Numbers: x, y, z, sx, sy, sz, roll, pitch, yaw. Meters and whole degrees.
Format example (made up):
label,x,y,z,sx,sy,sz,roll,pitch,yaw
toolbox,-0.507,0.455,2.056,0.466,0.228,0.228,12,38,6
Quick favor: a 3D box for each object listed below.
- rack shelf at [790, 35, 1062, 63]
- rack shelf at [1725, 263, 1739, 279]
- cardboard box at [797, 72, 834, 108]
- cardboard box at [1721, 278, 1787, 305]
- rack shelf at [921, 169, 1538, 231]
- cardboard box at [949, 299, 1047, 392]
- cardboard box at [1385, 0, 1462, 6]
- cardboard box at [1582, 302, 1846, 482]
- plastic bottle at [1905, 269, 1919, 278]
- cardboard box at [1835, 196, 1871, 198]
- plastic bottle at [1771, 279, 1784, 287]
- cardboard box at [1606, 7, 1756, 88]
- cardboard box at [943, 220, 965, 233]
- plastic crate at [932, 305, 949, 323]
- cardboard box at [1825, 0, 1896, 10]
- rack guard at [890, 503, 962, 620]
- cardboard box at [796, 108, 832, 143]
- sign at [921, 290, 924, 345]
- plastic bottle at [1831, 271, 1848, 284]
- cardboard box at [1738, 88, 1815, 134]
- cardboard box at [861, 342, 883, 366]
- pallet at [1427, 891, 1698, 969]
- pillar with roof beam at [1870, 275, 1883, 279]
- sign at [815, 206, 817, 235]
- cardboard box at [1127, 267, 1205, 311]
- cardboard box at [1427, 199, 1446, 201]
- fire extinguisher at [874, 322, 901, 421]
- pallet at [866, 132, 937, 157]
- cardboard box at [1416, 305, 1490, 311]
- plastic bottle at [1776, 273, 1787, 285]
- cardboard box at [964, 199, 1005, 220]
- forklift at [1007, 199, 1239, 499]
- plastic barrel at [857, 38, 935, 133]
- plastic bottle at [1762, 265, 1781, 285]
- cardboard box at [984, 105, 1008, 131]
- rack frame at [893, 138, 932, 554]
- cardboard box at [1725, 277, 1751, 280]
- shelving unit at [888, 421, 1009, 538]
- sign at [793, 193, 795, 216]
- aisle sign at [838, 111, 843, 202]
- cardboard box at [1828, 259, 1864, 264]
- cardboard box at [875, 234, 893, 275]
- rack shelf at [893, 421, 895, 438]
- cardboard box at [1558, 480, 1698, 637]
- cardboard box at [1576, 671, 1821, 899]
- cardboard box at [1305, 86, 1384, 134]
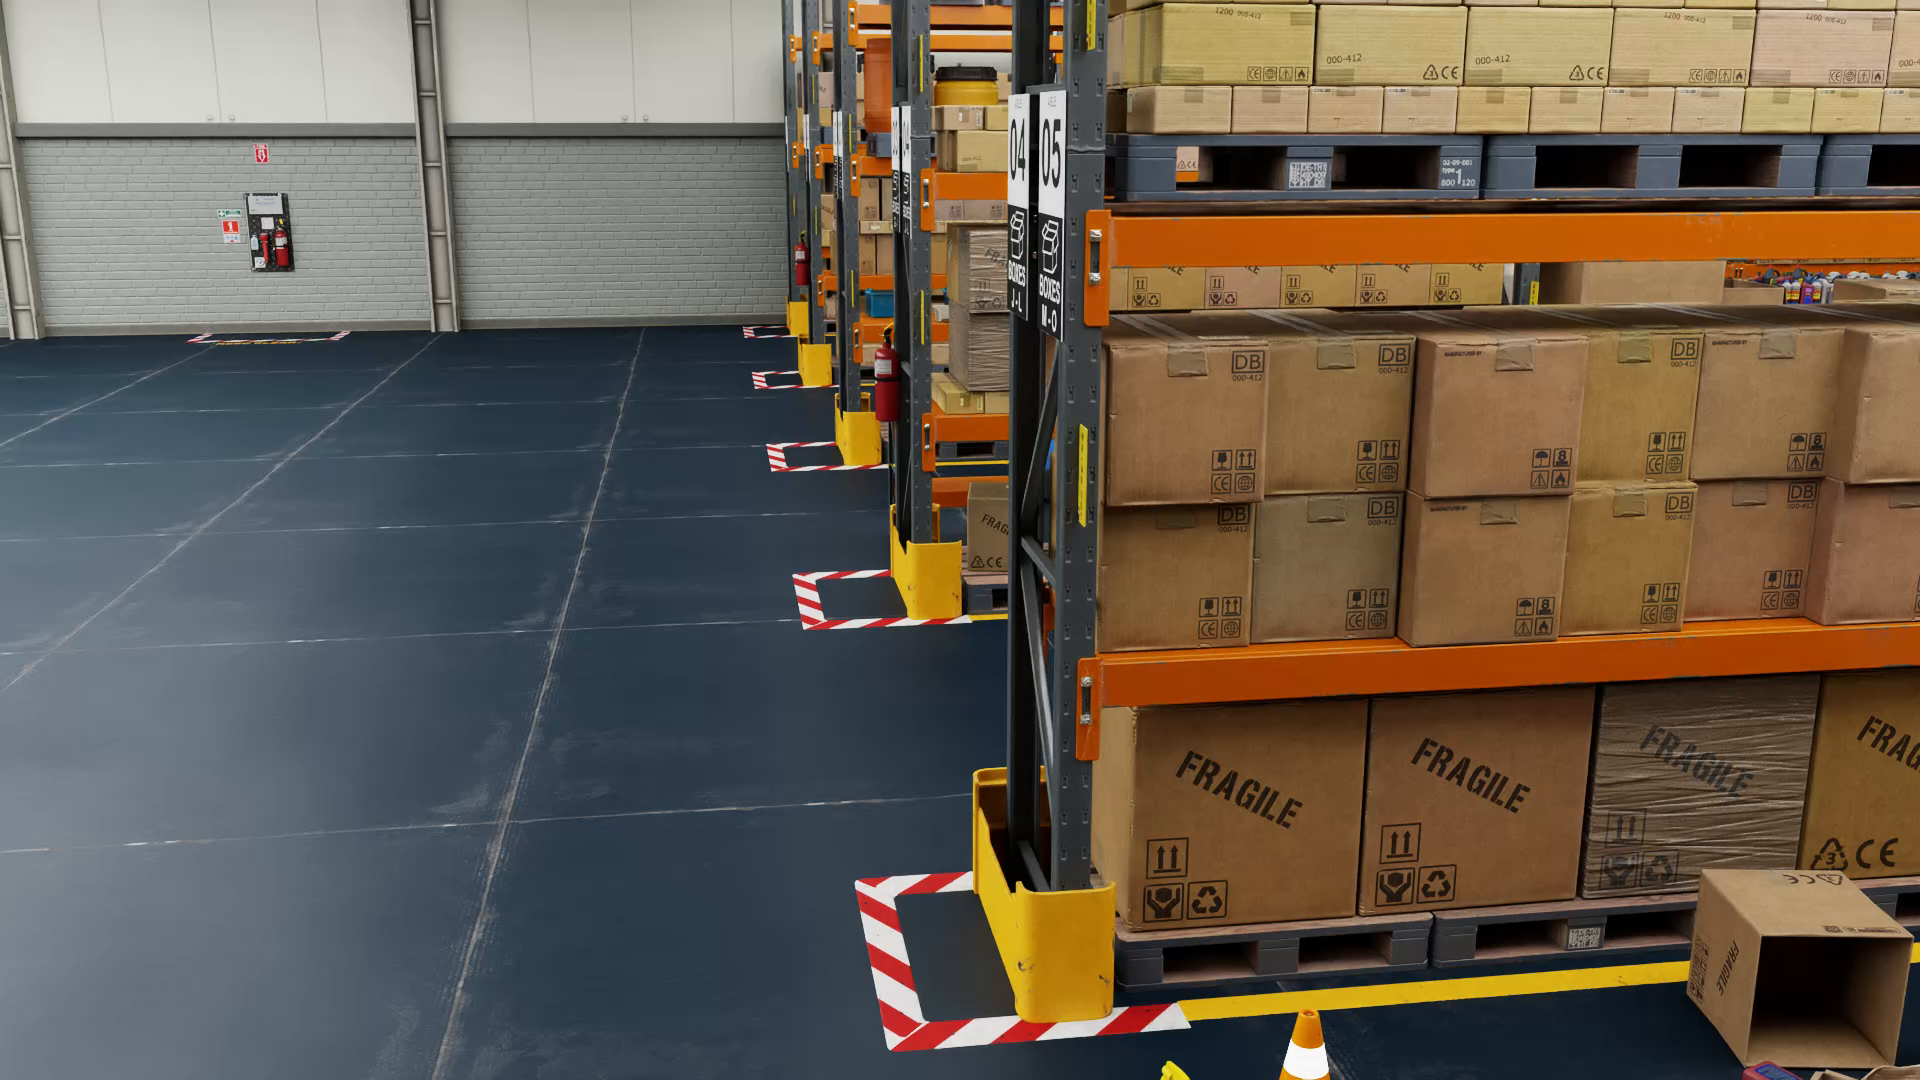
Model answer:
label,x,y,z,sx,sy,sz,roll,pitch,yaw
rack shelf,-0.549,-7.290,24.776,4.000,0.370,1.077,-2,14,-8
rack shelf,8.103,-3.480,21.911,4.000,0.370,1.077,-2,14,-8
cardboard box,-2.110,-6.612,24.450,0.500,0.500,0.500,-3,14,-12
cardboard box,5.343,-1.567,11.729,0.637,0.503,0.797,-1,14,-3
rack shelf,1.665,-2.262,10.888,4.000,0.370,1.077,-2,14,-8
cardboard box,0.235,-1.290,10.881,0.500,0.500,0.875,-2,14,-8
cardboard box,1.454,-1.822,5.461,0.250,0.149,0.380,-2,14,-8
cardboard box,2.830,-0.589,6.375,0.550,0.550,0.875,-2,14,-8
plastic bottle,9.751,-2.602,17.031,0.185,0.351,0.144,-2,14,-8
cardboard box,11.607,-4.422,21.925,0.500,0.500,0.500,-3,14,-10
plastic bottle,8.161,-2.465,16.625,0.133,0.283,0.061,-2,14,-8
cardboard box,2.338,-1.676,5.701,0.500,0.250,0.500,-2,14,-9
cardboard box,-0.092,-3.839,20.325,0.250,0.149,0.380,-2,14,-9
plastic crate,-0.118,-2.102,15.479,0.250,0.136,0.298,-2,14,-8
cardboard box,2.965,-1.877,5.682,0.250,0.149,0.380,-2,14,-8
rack guard,-0.238,0.126,11.191,0.348,0.500,1.175,-2,14,-8
cardboard box,-2.159,-6.123,24.558,0.500,0.500,0.500,-2,14,-7
sign,-0.232,-1.373,10.250,0.005,0.325,0.100,-2,14,-8
plastic bottle,8.866,-2.534,16.761,0.185,0.351,0.144,-2,14,-8
cardboard box,2.709,-1.480,5.739,0.250,0.149,0.380,-2,14,-9
cardboard box,-1.222,-2.302,20.525,0.500,0.250,0.500,-2,14,-8
pallet,2.309,1.375,6.807,1.213,0.211,1.003,-2,14,-8
pillar with roof beam,16.477,-7.418,23.802,0.400,9.000,9.100,-2,14,-8
sign,-1.709,-3.791,19.730,0.005,0.325,0.100,-2,14,-8
cardboard box,1.261,-1.751,10.663,0.500,0.500,0.500,-2,14,-8
cardboard box,7.426,-5.162,26.279,0.500,0.500,0.500,-2,14,-7
fire extinguisher,-0.495,-1.153,11.311,0.183,0.674,0.296,-2,14,-8
pallet,-0.218,-3.645,15.310,1.213,0.211,1.003,-2,14,-8
cardboard box,3.188,-1.420,11.400,0.500,0.500,0.875,-2,14,-8
plastic bottle,8.531,-2.639,17.318,0.133,0.283,0.061,-2,14,-8
cardboard box,0.243,-4.217,20.498,0.500,0.500,0.700,-2,14,-8
forklift,1.714,-1.971,14.555,1.130,2.935,3.031,11,18,38
plastic barrel,-0.589,-4.190,15.350,0.708,0.830,0.600,-2,14,-8
plastic bottle,8.490,-2.695,17.404,0.185,0.351,0.144,-2,14,-8
cardboard box,0.264,-2.600,10.243,0.250,0.149,0.380,-2,14,-7
rack frame,-0.313,-1.084,10.876,0.127,3.000,1.000,-2,14,-8
cardboard box,12.617,-4.180,27.497,0.500,0.500,0.700,-2,14,-8
shelving unit,0.007,-0.546,12.586,1.048,1.125,0.538,-2,14,-8
sign,-2.446,-4.947,24.503,0.005,0.325,0.100,-2,14,-8
aisle sign,-1.079,-3.463,15.019,0.004,0.787,0.394,-2,14,-8
cardboard box,11.626,-3.940,22.059,0.500,0.500,0.500,-2,14,-9
cardboard box,-0.803,-3.549,20.501,0.500,0.500,0.700,-2,14,-7
rack shelf,0.007,-0.830,12.515,1.000,0.278,0.538,-2,14,-8
cardboard box,2.317,-0.028,6.360,0.500,0.550,0.875,-2,14,-8
cardboard box,2.758,0.835,6.732,0.875,0.875,0.875,-2,14,-8
cardboard box,1.212,-1.426,5.522,0.250,0.149,0.380,-2,14,-8
